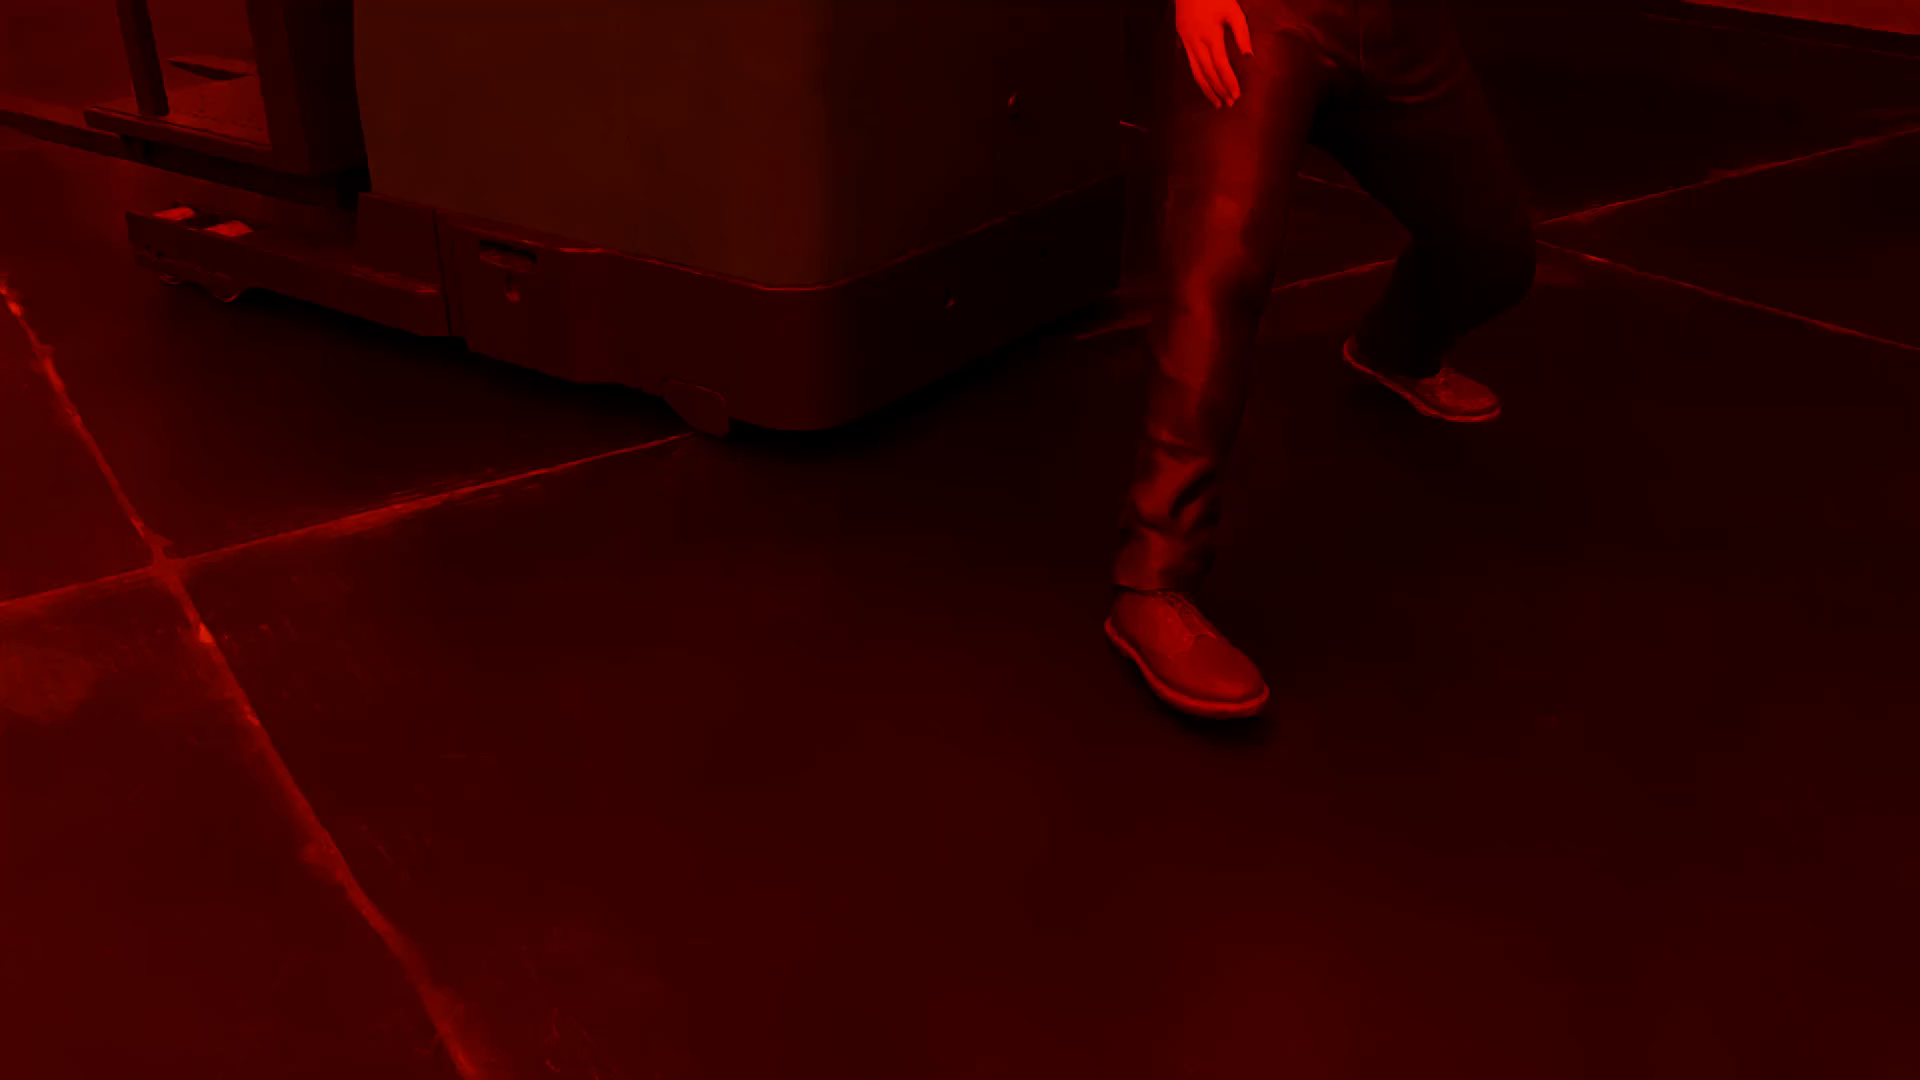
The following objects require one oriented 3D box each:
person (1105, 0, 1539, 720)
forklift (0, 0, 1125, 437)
[{"bbox_3d":[0.581,-0.681,2.222,0.998,1.490,0.996,-9,28,-17],"label":"person"},{"bbox_3d":[-1.172,-1.985,3.188,3.031,2.935,1.130,17,32,31],"label":"forklift"}]
